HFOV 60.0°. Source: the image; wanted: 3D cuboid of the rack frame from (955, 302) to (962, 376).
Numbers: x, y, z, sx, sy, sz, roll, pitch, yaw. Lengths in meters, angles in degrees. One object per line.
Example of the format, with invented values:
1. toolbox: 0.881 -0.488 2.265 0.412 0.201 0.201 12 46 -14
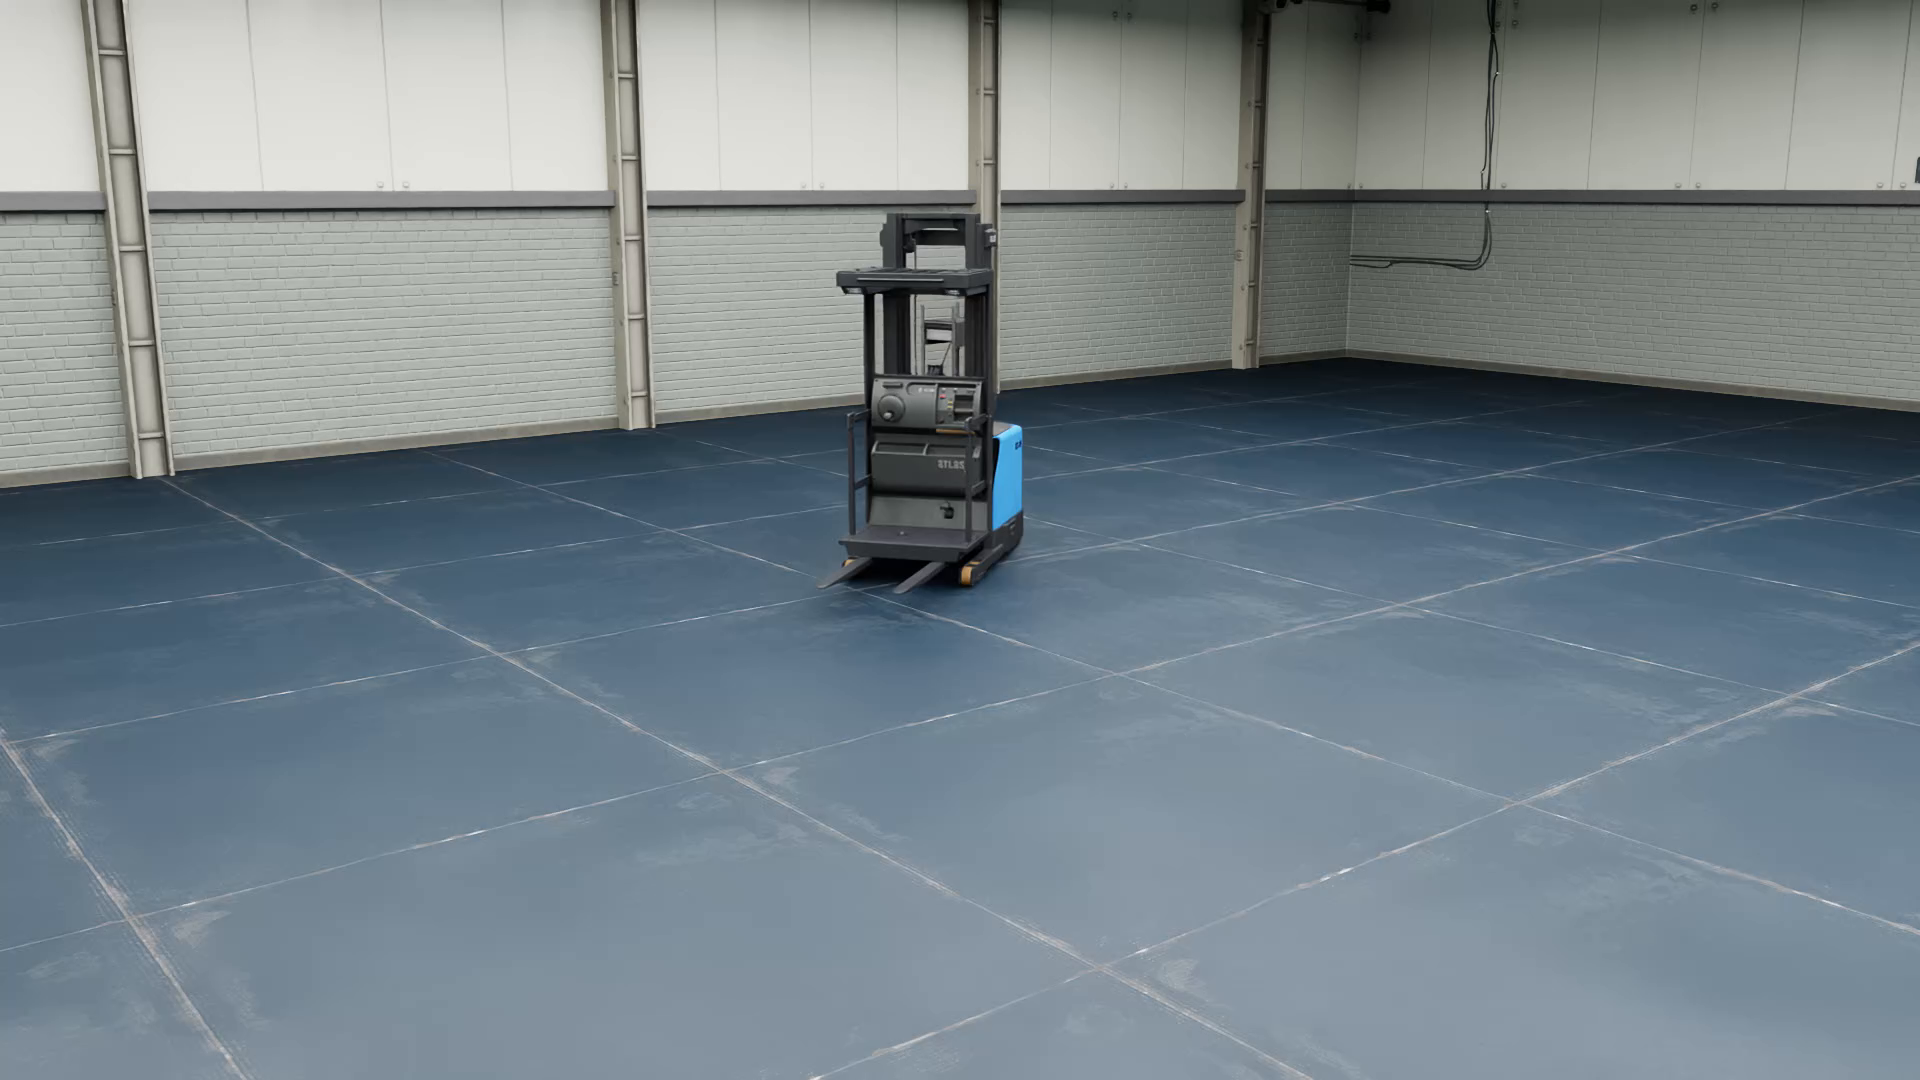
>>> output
1. rack frame: 0.117 -1.162 15.548 0.400 2.100 0.015 10 15 38

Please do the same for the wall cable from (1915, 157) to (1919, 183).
1. wall cable: 14.102 -7.750 21.776 0.169 6.003 2.305 -9 15 -38

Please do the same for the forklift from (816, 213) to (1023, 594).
1. forklift: -0.332 -1.148 13.479 1.130 2.935 3.031 3 12 16

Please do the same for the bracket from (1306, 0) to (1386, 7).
1. bracket: 6.992 -9.449 29.296 3.189 0.066 0.076 -9 15 -38

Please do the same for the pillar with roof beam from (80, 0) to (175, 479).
1. pillar with roof beam: -6.309 -4.427 14.312 0.400 9.000 9.100 -9 15 -38

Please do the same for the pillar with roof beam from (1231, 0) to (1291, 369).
1. pillar with roof beam: 7.746 -6.763 25.312 0.548 9.000 9.100 -9 15 -38

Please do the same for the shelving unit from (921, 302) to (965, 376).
1. shelving unit: -0.038 -1.123 15.364 0.431 2.100 0.503 10 15 38

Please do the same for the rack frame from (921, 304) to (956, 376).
1. rack frame: -0.194 -1.084 15.180 0.400 2.100 0.015 10 15 38

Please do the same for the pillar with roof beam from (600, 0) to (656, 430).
1. pillar with roof beam: -1.624 -5.206 17.979 0.400 9.000 9.100 -9 15 -38

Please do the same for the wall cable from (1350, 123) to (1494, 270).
1. wall cable: 8.183 -6.110 29.713 0.112 2.526 3.097 -9 15 -38

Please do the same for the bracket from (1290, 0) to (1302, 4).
1. bracket: 5.603 -9.218 28.209 0.430 0.232 0.235 -9 15 -38

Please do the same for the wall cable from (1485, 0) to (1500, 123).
1. wall cable: 9.873 -8.141 27.122 0.112 2.526 3.097 -9 15 -38

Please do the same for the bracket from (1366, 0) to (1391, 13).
1. bracket: 7.453 -9.525 29.657 0.430 0.232 0.235 -9 15 -38

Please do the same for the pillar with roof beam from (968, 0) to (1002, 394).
1. pillar with roof beam: 3.061 -5.984 21.645 0.400 9.000 9.100 -9 15 -38

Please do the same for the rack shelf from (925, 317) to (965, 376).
1. rack shelf: -0.038 -1.795 15.221 0.431 0.518 0.480 10 15 38
